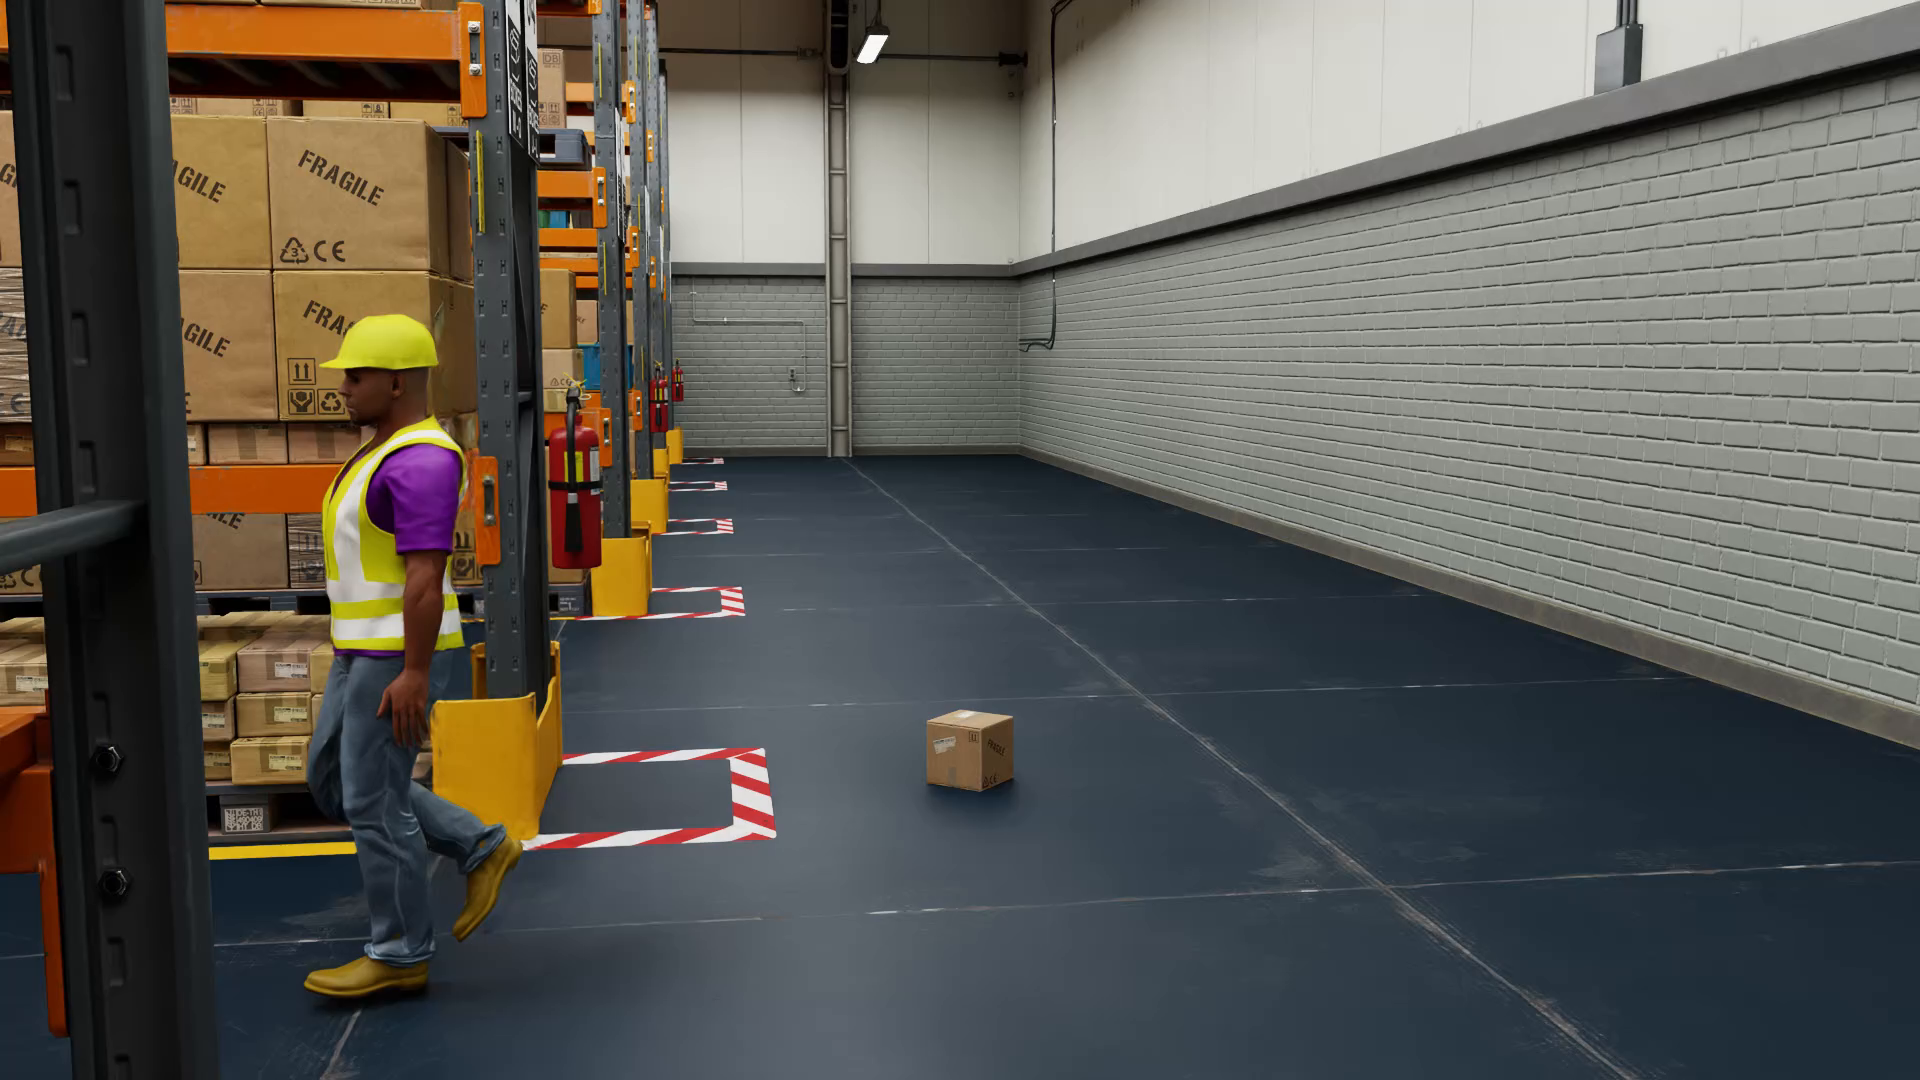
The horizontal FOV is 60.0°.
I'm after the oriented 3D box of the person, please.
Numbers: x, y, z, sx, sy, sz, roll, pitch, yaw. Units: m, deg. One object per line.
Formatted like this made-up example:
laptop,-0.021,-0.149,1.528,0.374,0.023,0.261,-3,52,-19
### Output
person,-1.450,0.311,4.368,0.589,1.717,0.600,-3,7,-25
